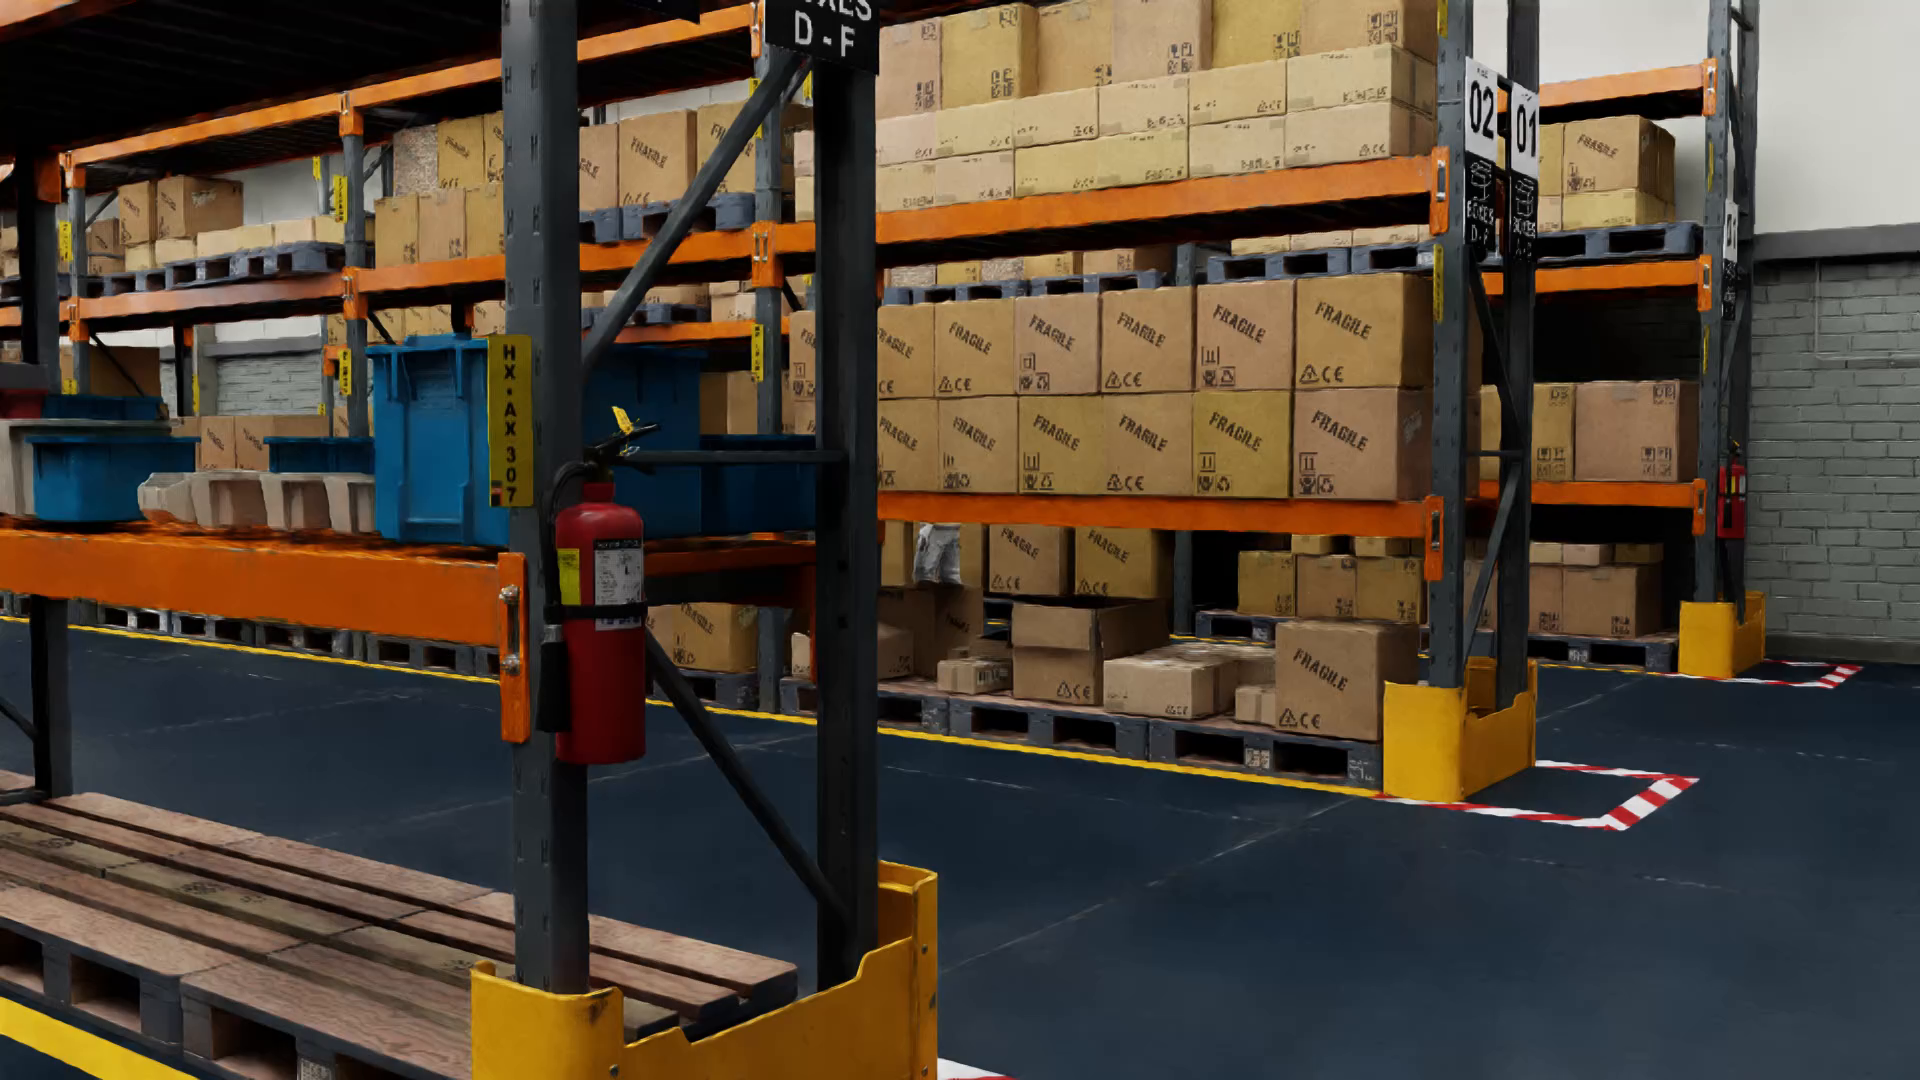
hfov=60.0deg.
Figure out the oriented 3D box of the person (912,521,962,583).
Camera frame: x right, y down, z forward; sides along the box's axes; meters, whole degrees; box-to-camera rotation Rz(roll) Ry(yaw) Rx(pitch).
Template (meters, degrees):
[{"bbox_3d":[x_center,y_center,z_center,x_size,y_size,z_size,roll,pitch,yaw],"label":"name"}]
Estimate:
[{"bbox_3d":[-0.153,-0.089,12.870,0.360,1.789,0.601,1,3,15],"label":"person"}]
